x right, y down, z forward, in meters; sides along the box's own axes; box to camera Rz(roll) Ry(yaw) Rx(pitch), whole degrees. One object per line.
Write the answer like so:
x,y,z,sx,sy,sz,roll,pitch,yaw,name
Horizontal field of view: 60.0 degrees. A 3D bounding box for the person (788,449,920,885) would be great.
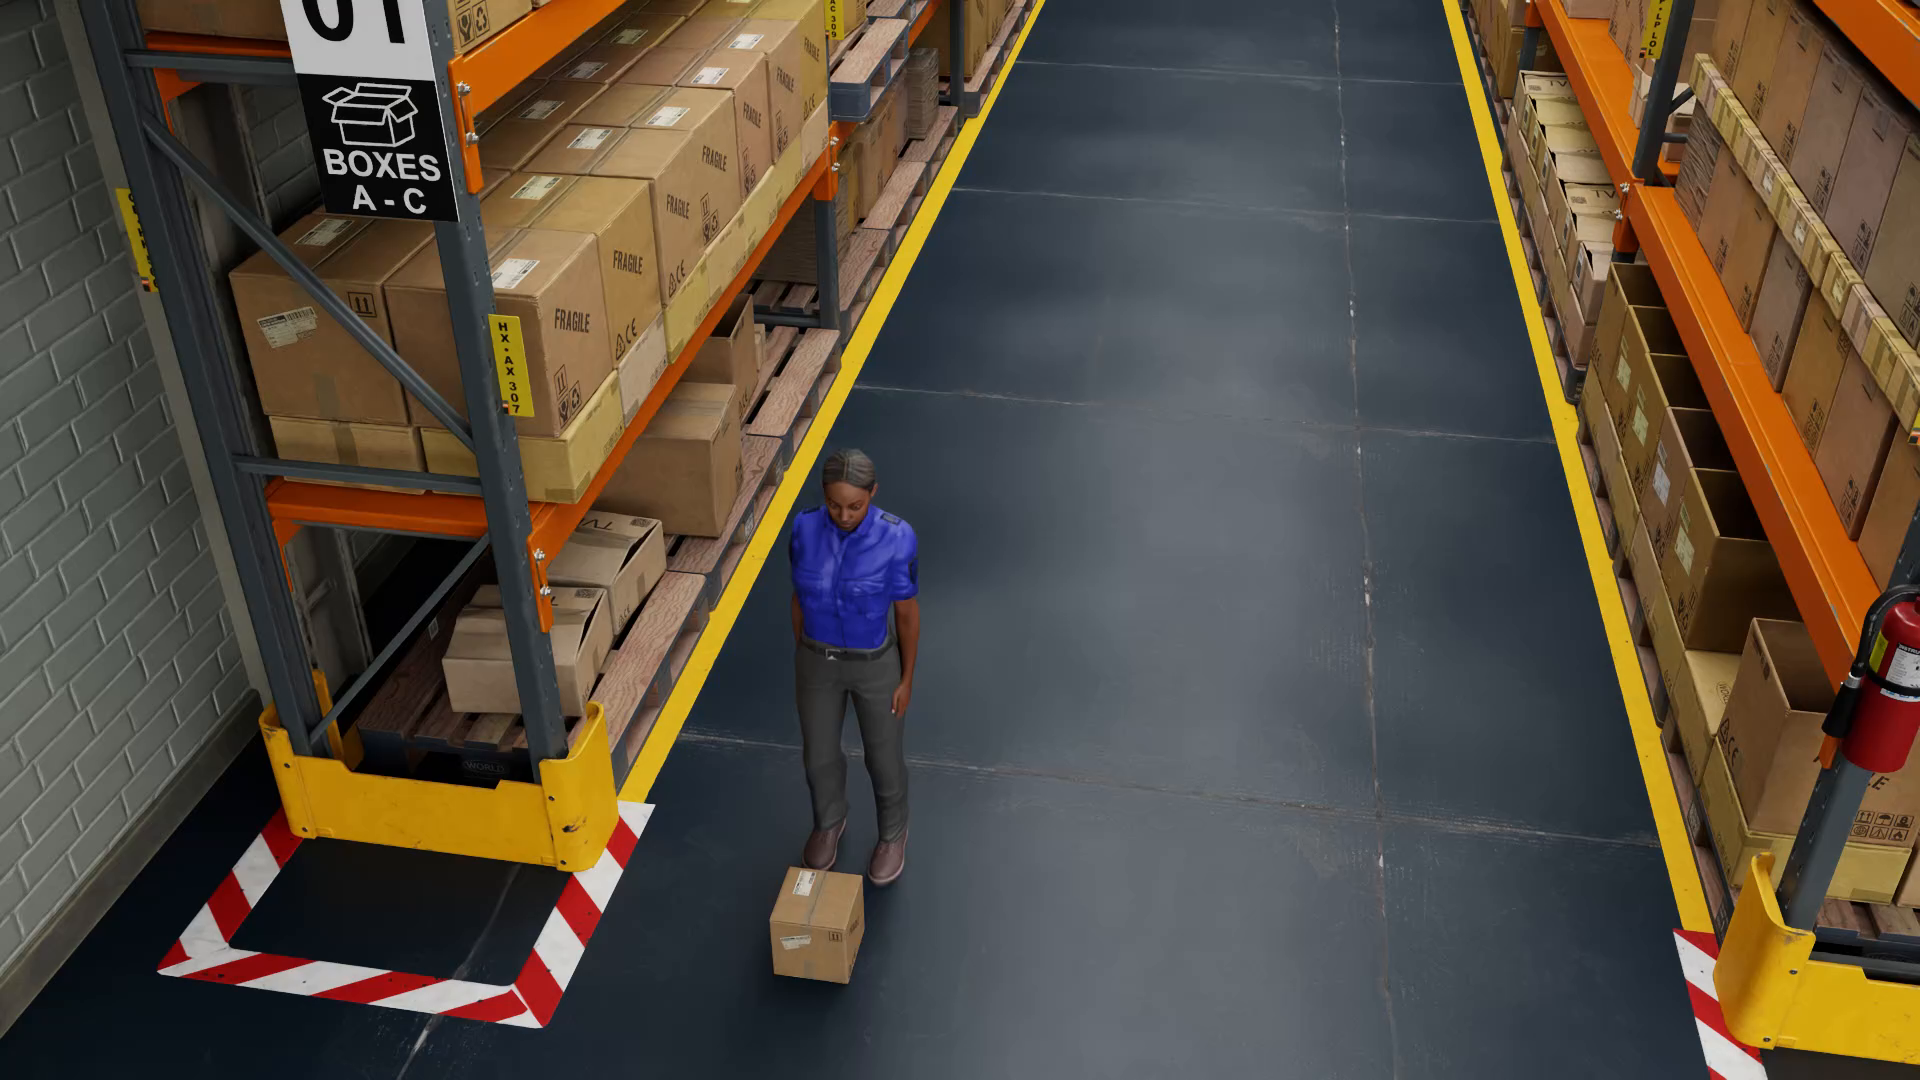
-0.345,0.423,5.489,0.438,1.655,0.301,7,33,11,person
